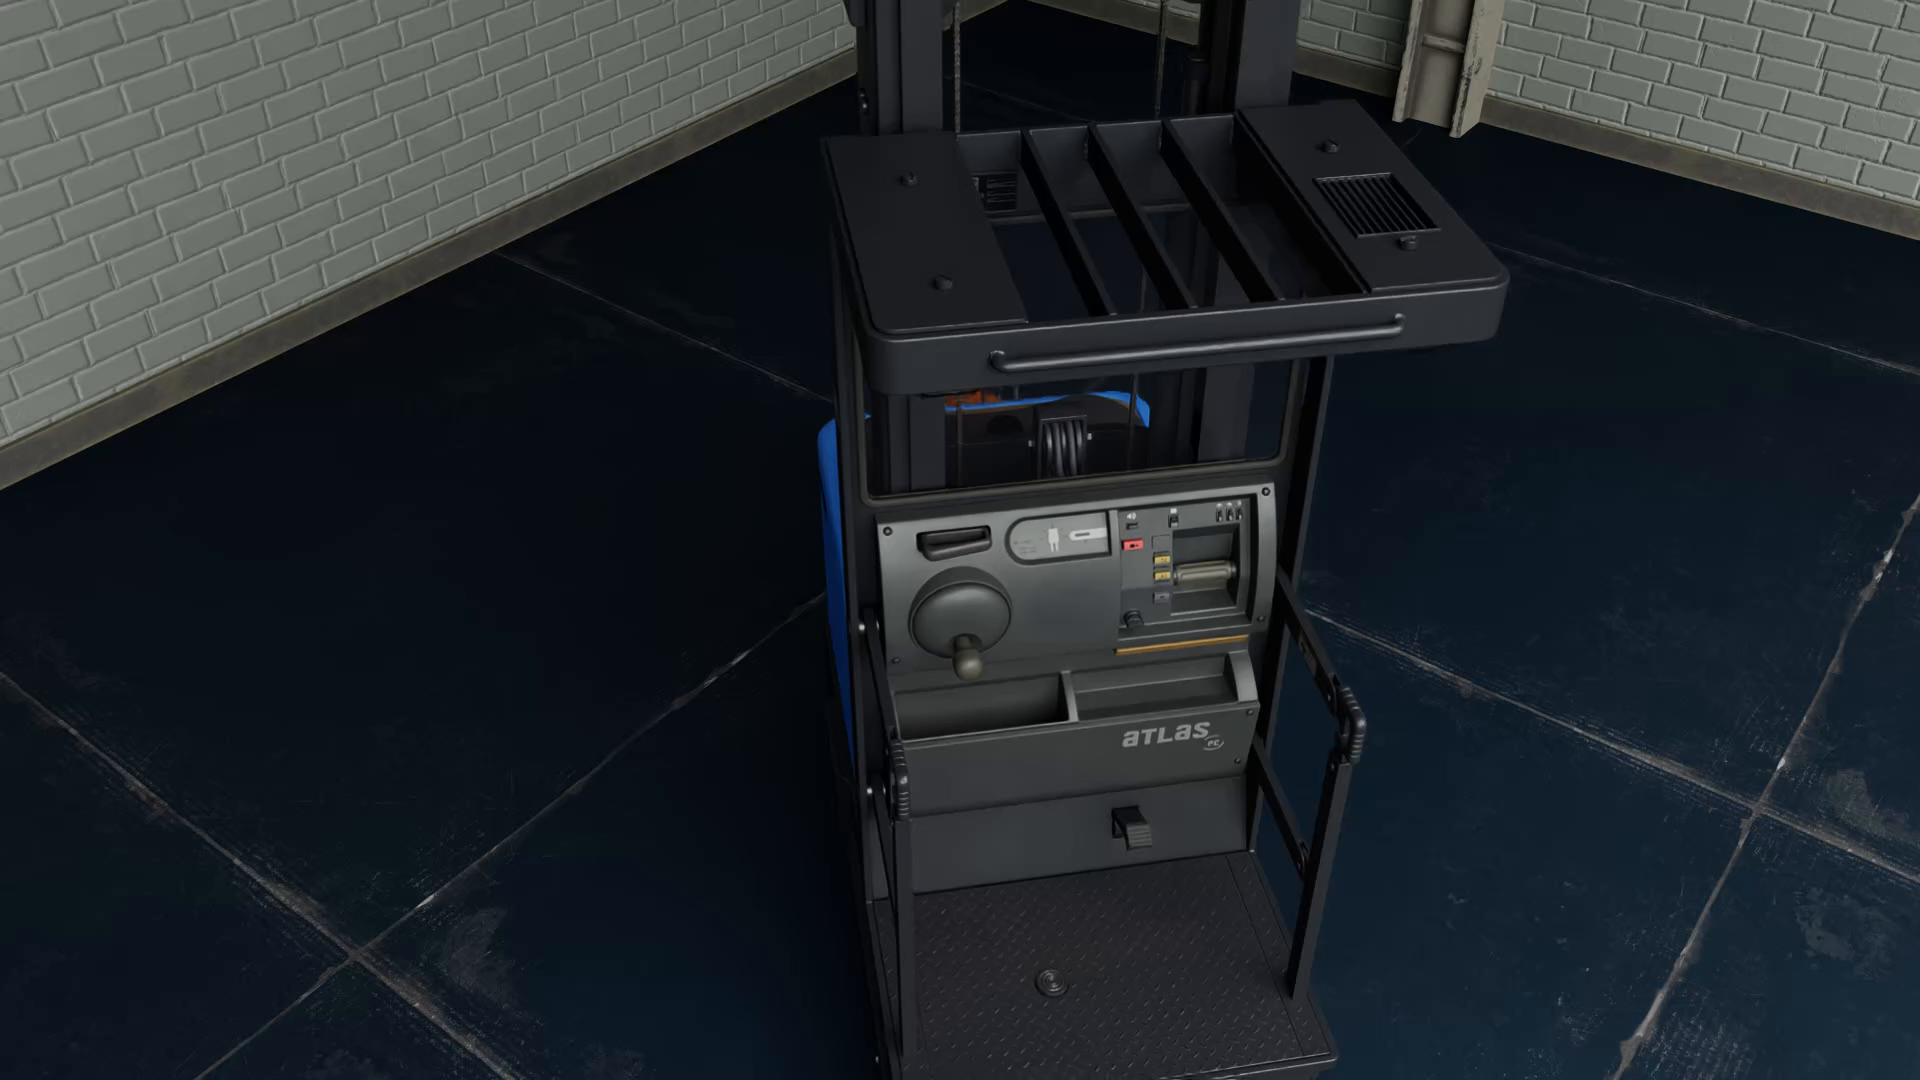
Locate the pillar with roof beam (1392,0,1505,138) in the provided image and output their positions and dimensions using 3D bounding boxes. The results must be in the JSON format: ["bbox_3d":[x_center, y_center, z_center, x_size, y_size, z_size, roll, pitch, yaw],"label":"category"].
[{"bbox_3d":[0.027,-3.767,3.762,0.400,9.000,9.100,25,45,29],"label":"pillar with roof beam"}]

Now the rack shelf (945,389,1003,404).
[{"bbox_3d":[0.042,-0.385,5.907,0.240,0.259,0.215,25,45,29],"label":"rack shelf"}]

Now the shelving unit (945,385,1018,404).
[{"bbox_3d":[0.042,-0.393,5.901,0.252,1.050,0.215,25,45,29],"label":"shelving unit"}]

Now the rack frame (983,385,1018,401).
[{"bbox_3d":[0.139,-0.348,5.842,0.008,1.050,0.200,25,45,29],"label":"rack frame"}]

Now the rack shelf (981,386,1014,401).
[{"bbox_3d":[0.042,-0.608,5.732,0.240,0.259,0.215,25,45,29],"label":"rack shelf"}]

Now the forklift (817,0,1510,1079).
[{"bbox_3d":[0.315,0.161,3.667,1.130,2.935,3.031,-6,38,-8],"label":"forklift"}]
